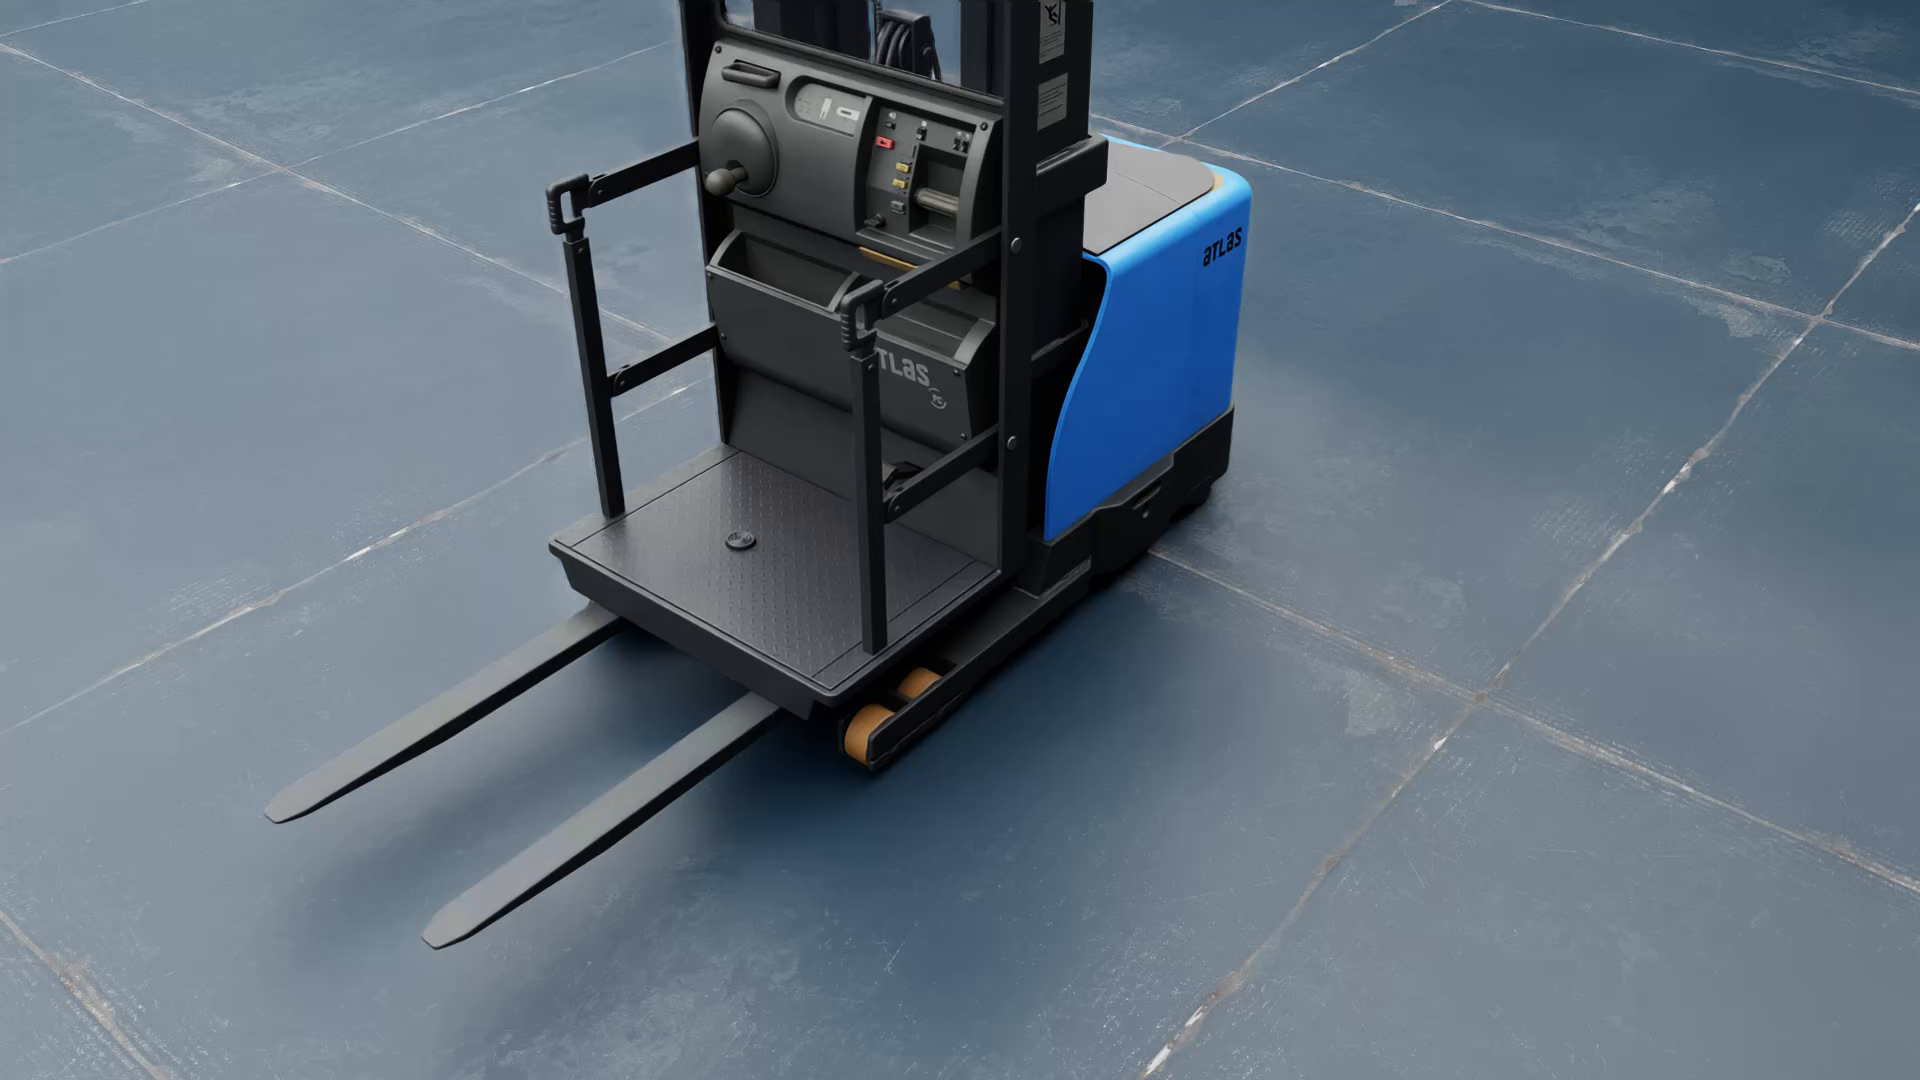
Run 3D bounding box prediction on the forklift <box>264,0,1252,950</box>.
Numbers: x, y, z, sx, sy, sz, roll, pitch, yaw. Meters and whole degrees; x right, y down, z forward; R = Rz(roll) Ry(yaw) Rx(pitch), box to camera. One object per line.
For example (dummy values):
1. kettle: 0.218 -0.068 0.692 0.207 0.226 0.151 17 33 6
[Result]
1. forklift: -0.433 -0.929 4.014 1.130 2.935 3.031 25 41 31
